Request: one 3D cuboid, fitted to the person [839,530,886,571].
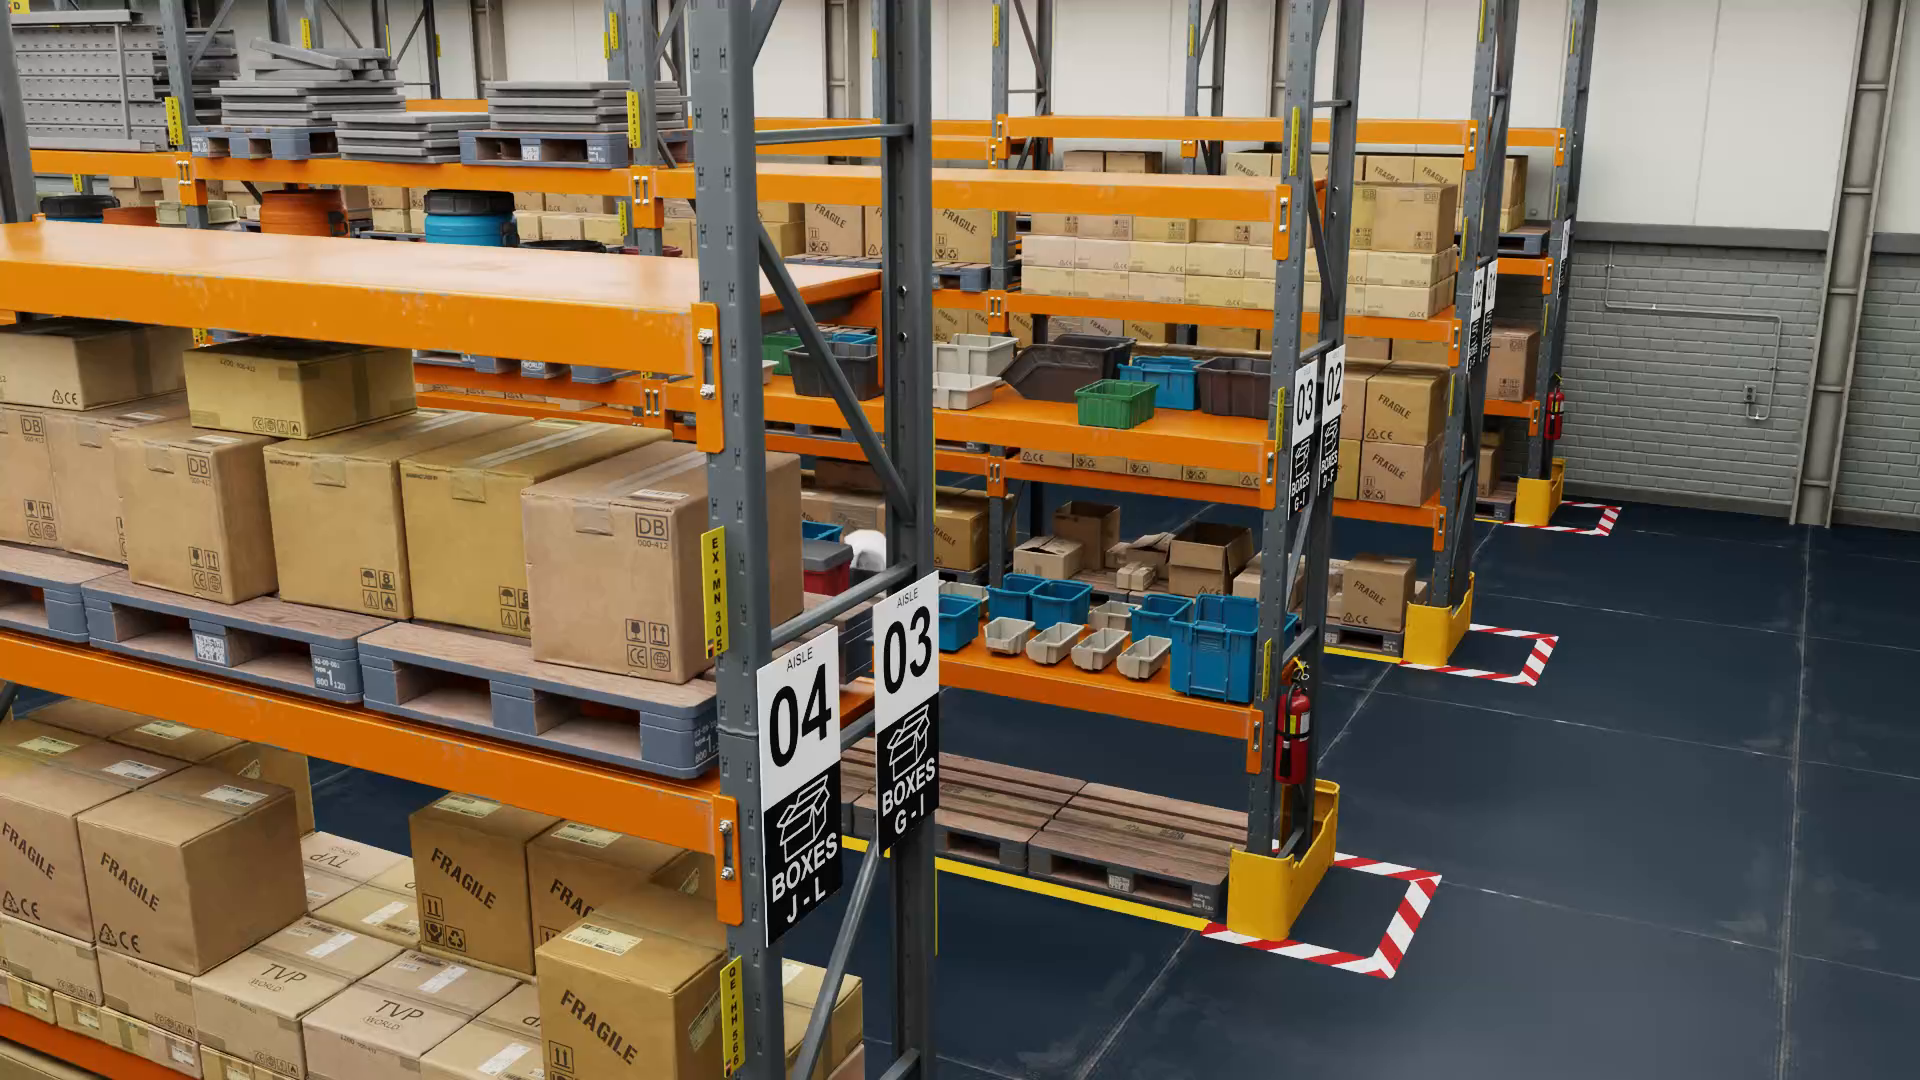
[{"bbox_3d":[-0.803,0.319,14.694,0.958,0.814,0.532,8,17,25],"label":"person"}]
